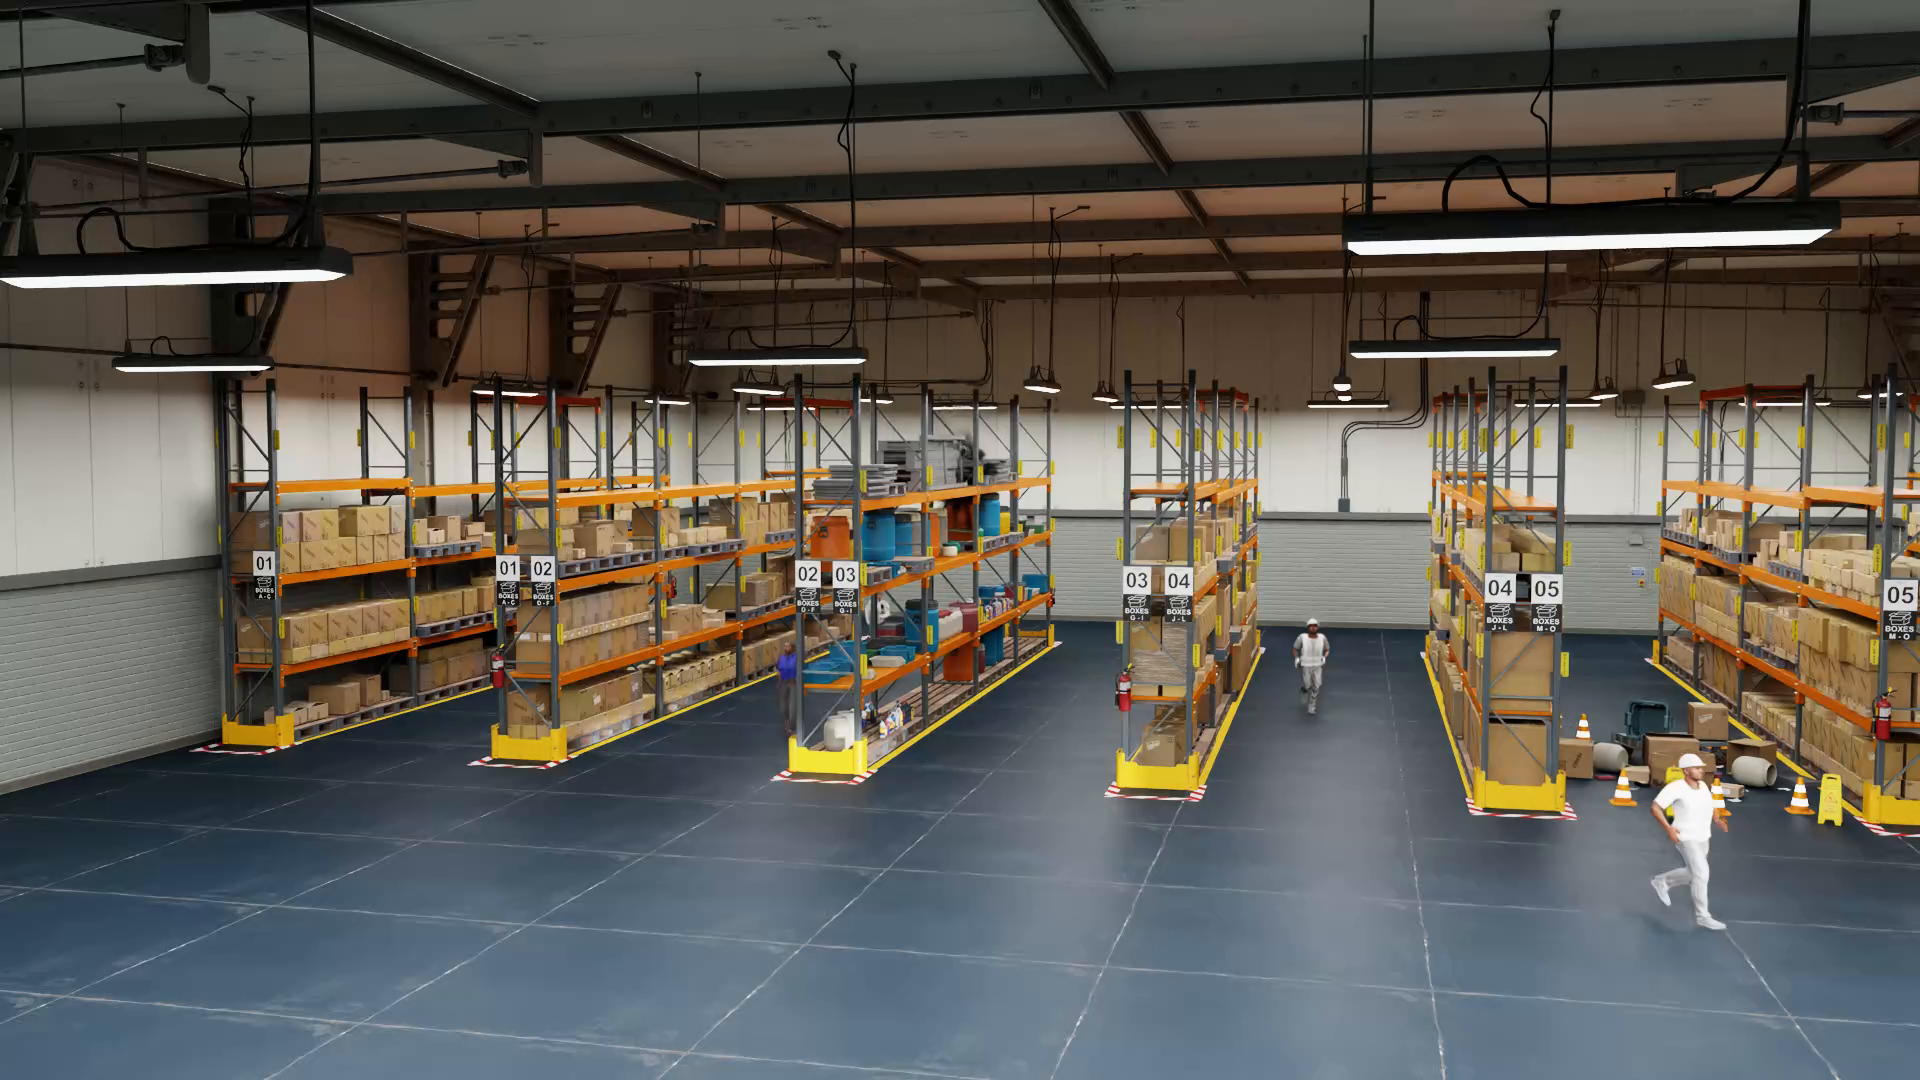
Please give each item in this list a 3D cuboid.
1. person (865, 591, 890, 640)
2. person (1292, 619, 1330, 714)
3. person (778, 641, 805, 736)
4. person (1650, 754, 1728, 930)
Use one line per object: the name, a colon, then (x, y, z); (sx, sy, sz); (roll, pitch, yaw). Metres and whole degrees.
person: (-1.897, 1.906, 37.932); (0.612, 1.629, 0.570); (0, 3, 5)
person: (6.453, 2.309, 30.474); (0.684, 1.732, 0.602); (0, 3, 3)
person: (-2.882, 2.512, 28.128); (0.566, 1.623, 0.571); (1, 4, 18)
person: (7.549, 3.081, 17.237); (0.731, 1.746, 0.931); (-2, 4, -31)
